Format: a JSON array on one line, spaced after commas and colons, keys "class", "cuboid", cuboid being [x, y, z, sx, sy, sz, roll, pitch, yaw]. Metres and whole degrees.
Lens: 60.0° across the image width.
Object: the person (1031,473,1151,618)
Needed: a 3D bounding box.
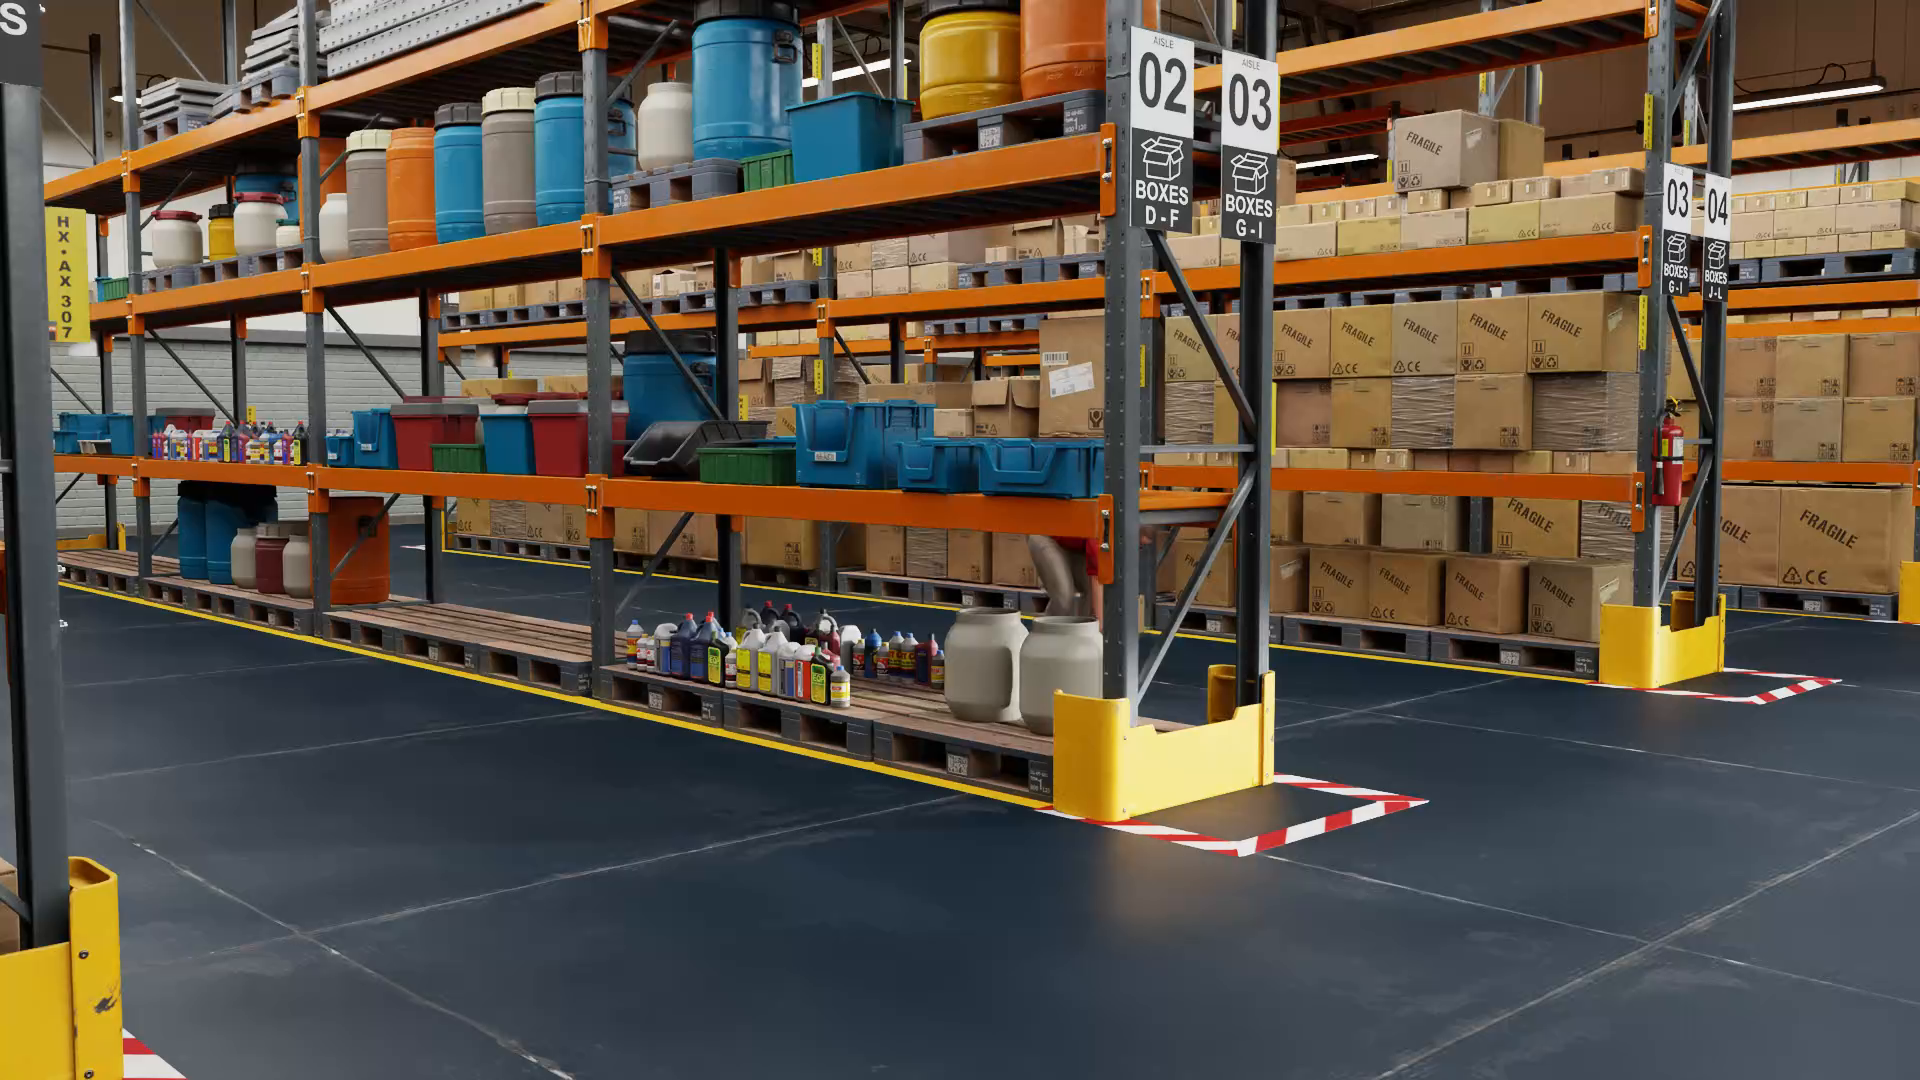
[{"class": "person", "cuboid": [0.882, 0.203, 11.067, 0.905, 1.308, 0.465, 4, 5, 44]}]
